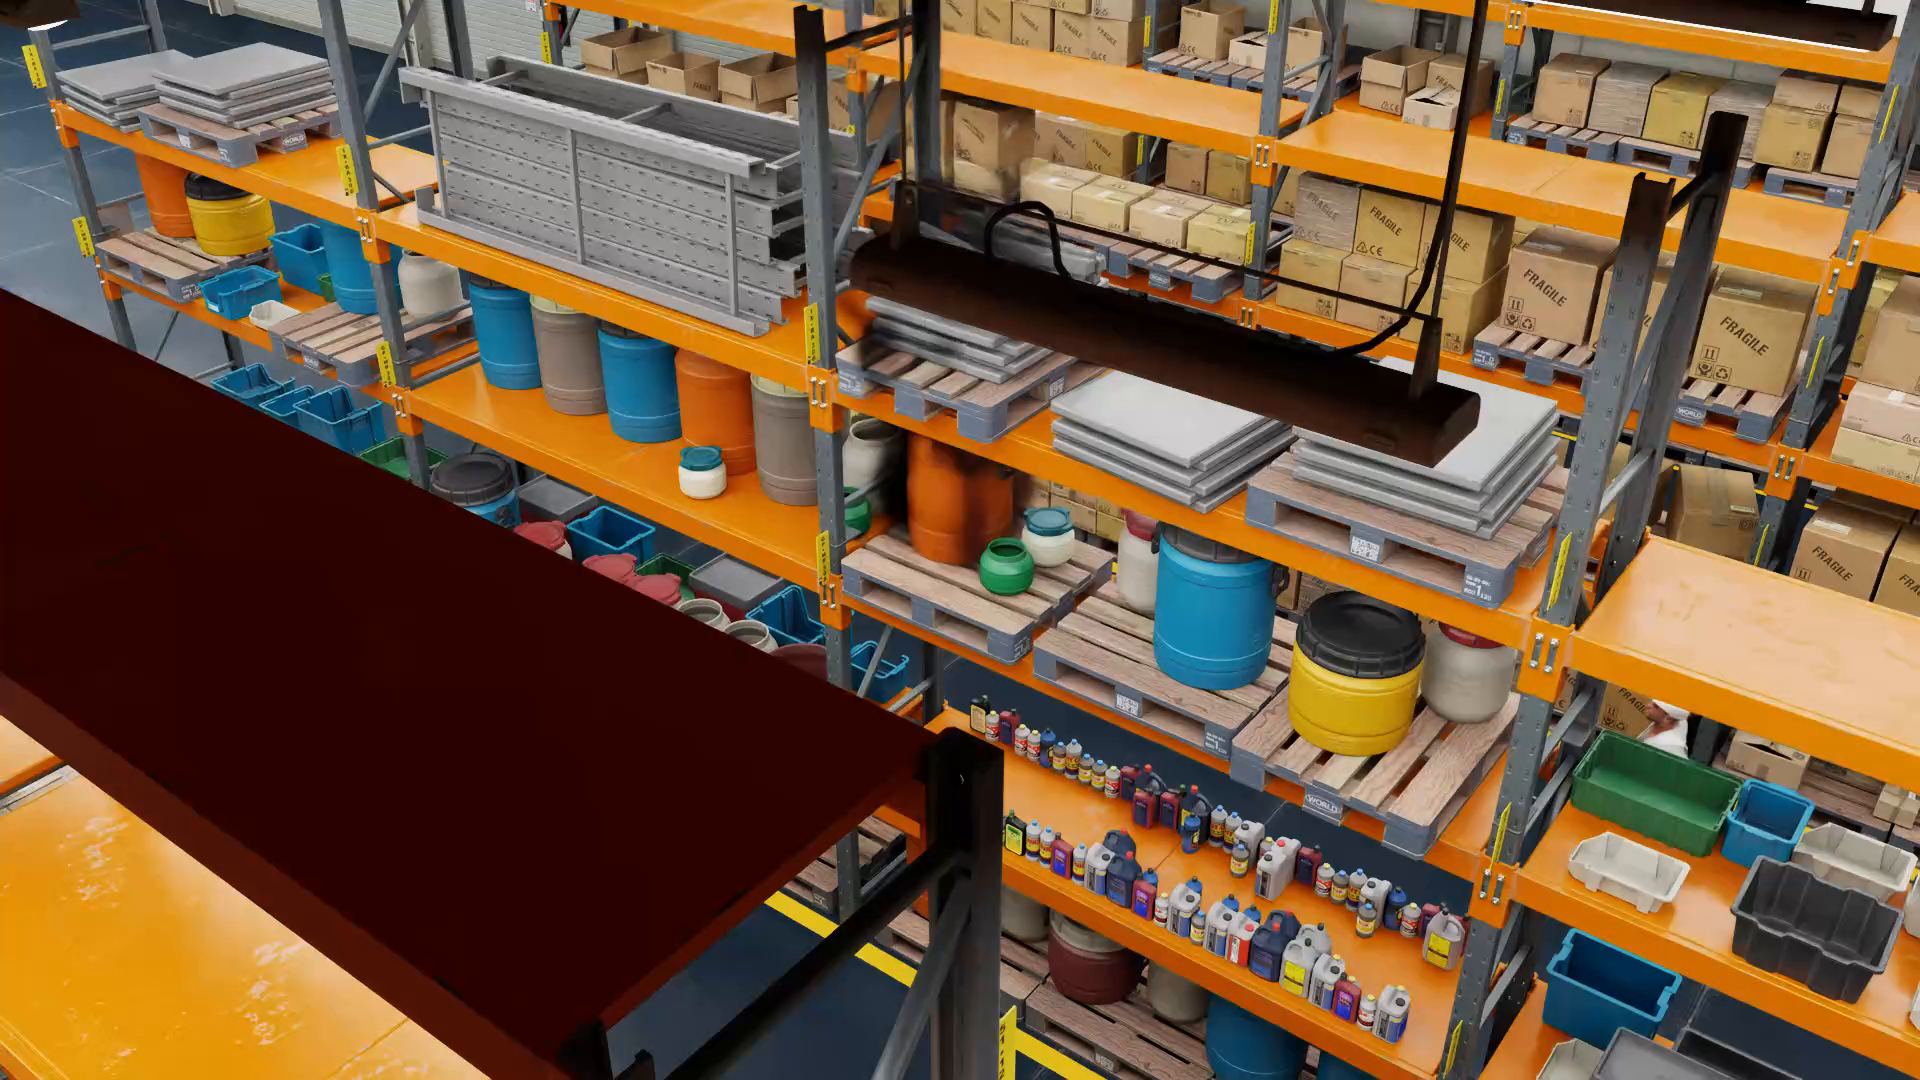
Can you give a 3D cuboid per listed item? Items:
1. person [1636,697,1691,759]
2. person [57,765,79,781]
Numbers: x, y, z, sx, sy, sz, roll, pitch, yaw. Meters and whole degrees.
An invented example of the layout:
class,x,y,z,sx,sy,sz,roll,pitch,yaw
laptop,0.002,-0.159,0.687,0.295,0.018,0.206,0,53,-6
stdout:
class,x,y,z,sx,sy,sz,roll,pitch,yaw
person,4.438,1.694,10.818,0.717,1.802,0.639,19,36,28
person,-5.934,1.690,10.796,0.860,1.761,0.696,24,39,34
